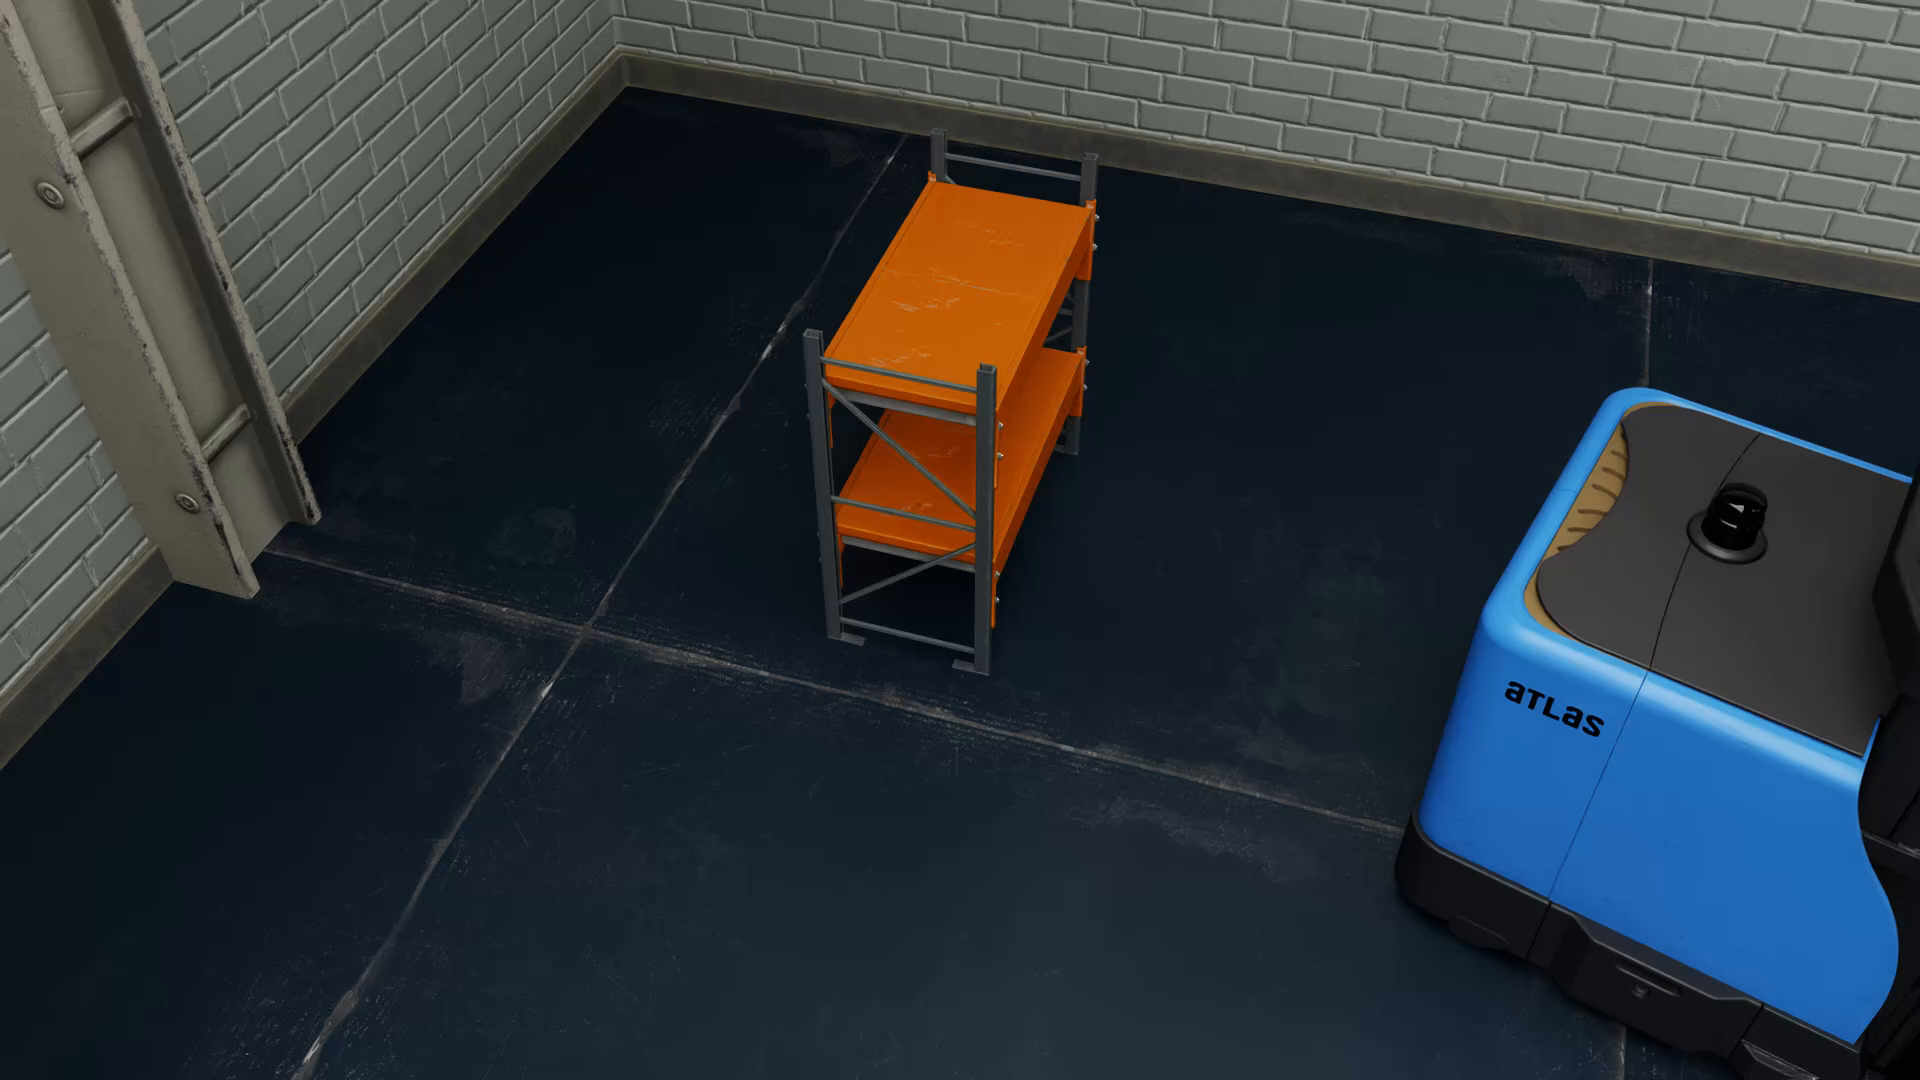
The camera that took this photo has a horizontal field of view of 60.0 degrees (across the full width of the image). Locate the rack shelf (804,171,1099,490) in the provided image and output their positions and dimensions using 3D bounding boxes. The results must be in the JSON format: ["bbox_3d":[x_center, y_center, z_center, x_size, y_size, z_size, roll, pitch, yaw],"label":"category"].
[{"bbox_3d":[0.002,-0.616,4.656,0.538,0.278,1.000,13,46,13],"label":"rack shelf"}]

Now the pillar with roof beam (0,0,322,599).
[{"bbox_3d":[1.854,-2.288,1.154,9.100,9.000,0.400,13,46,13],"label":"pillar with roof beam"}]

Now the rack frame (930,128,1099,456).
[{"bbox_3d":[0.156,-0.745,5.207,0.500,1.125,0.032,13,46,13],"label":"rack frame"}]

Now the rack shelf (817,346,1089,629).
[{"bbox_3d":[0.002,-0.232,5.032,0.538,0.278,1.000,13,46,13],"label":"rack shelf"}]

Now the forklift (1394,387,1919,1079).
[{"bbox_3d":[2.629,0.162,2.989,3.031,2.935,1.130,24,49,23],"label":"forklift"}]

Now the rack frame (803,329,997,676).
[{"bbox_3d":[-0.152,-0.068,4.515,0.500,1.125,0.032,13,46,13],"label":"rack frame"}]

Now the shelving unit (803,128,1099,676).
[{"bbox_3d":[0.002,-0.407,4.861,0.538,1.125,1.048,13,46,13],"label":"shelving unit"}]
